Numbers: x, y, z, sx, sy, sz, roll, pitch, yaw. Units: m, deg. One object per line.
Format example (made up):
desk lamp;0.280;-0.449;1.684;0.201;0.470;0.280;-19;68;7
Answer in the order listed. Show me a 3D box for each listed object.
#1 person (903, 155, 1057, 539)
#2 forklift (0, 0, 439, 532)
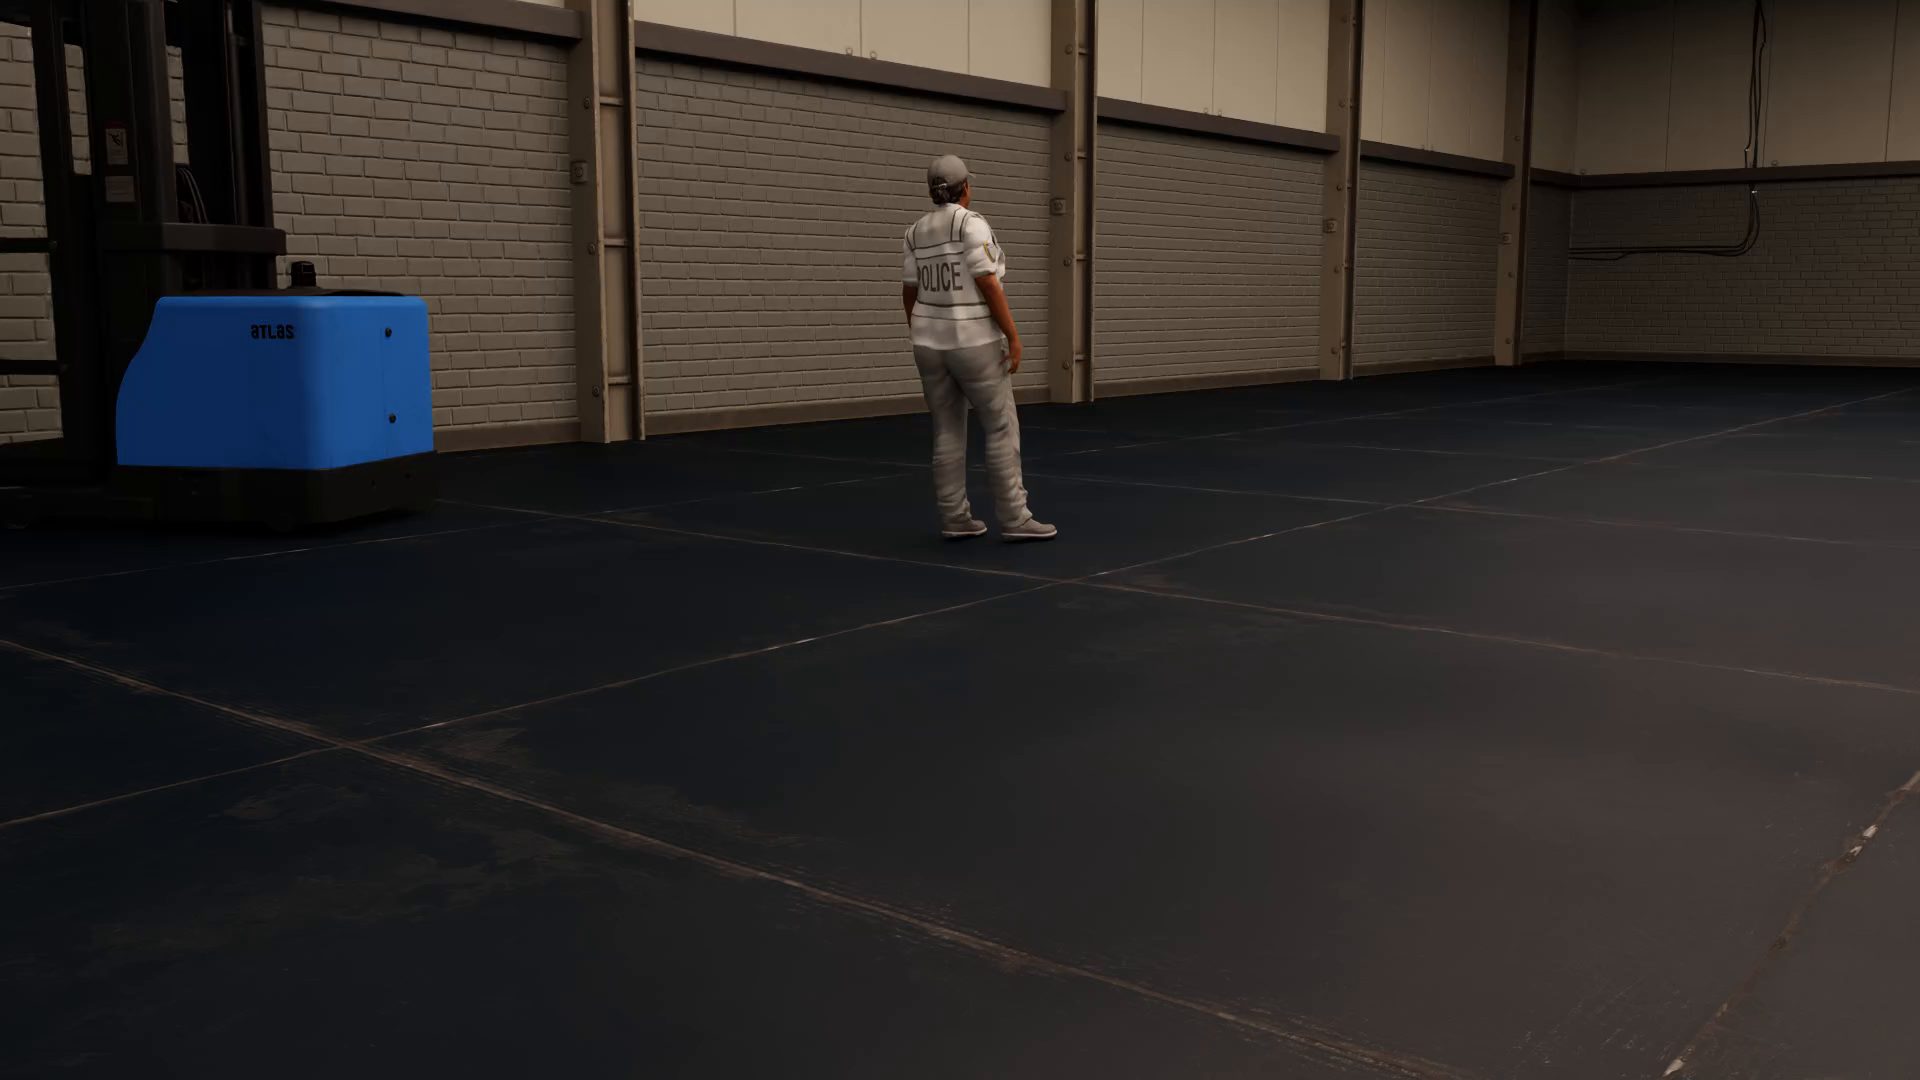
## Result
person;0.066;-0.839;7.328;0.598;1.670;0.529;7;11;38
forklift;-4.182;-1.569;8.005;3.031;2.935;1.130;2;9;12
